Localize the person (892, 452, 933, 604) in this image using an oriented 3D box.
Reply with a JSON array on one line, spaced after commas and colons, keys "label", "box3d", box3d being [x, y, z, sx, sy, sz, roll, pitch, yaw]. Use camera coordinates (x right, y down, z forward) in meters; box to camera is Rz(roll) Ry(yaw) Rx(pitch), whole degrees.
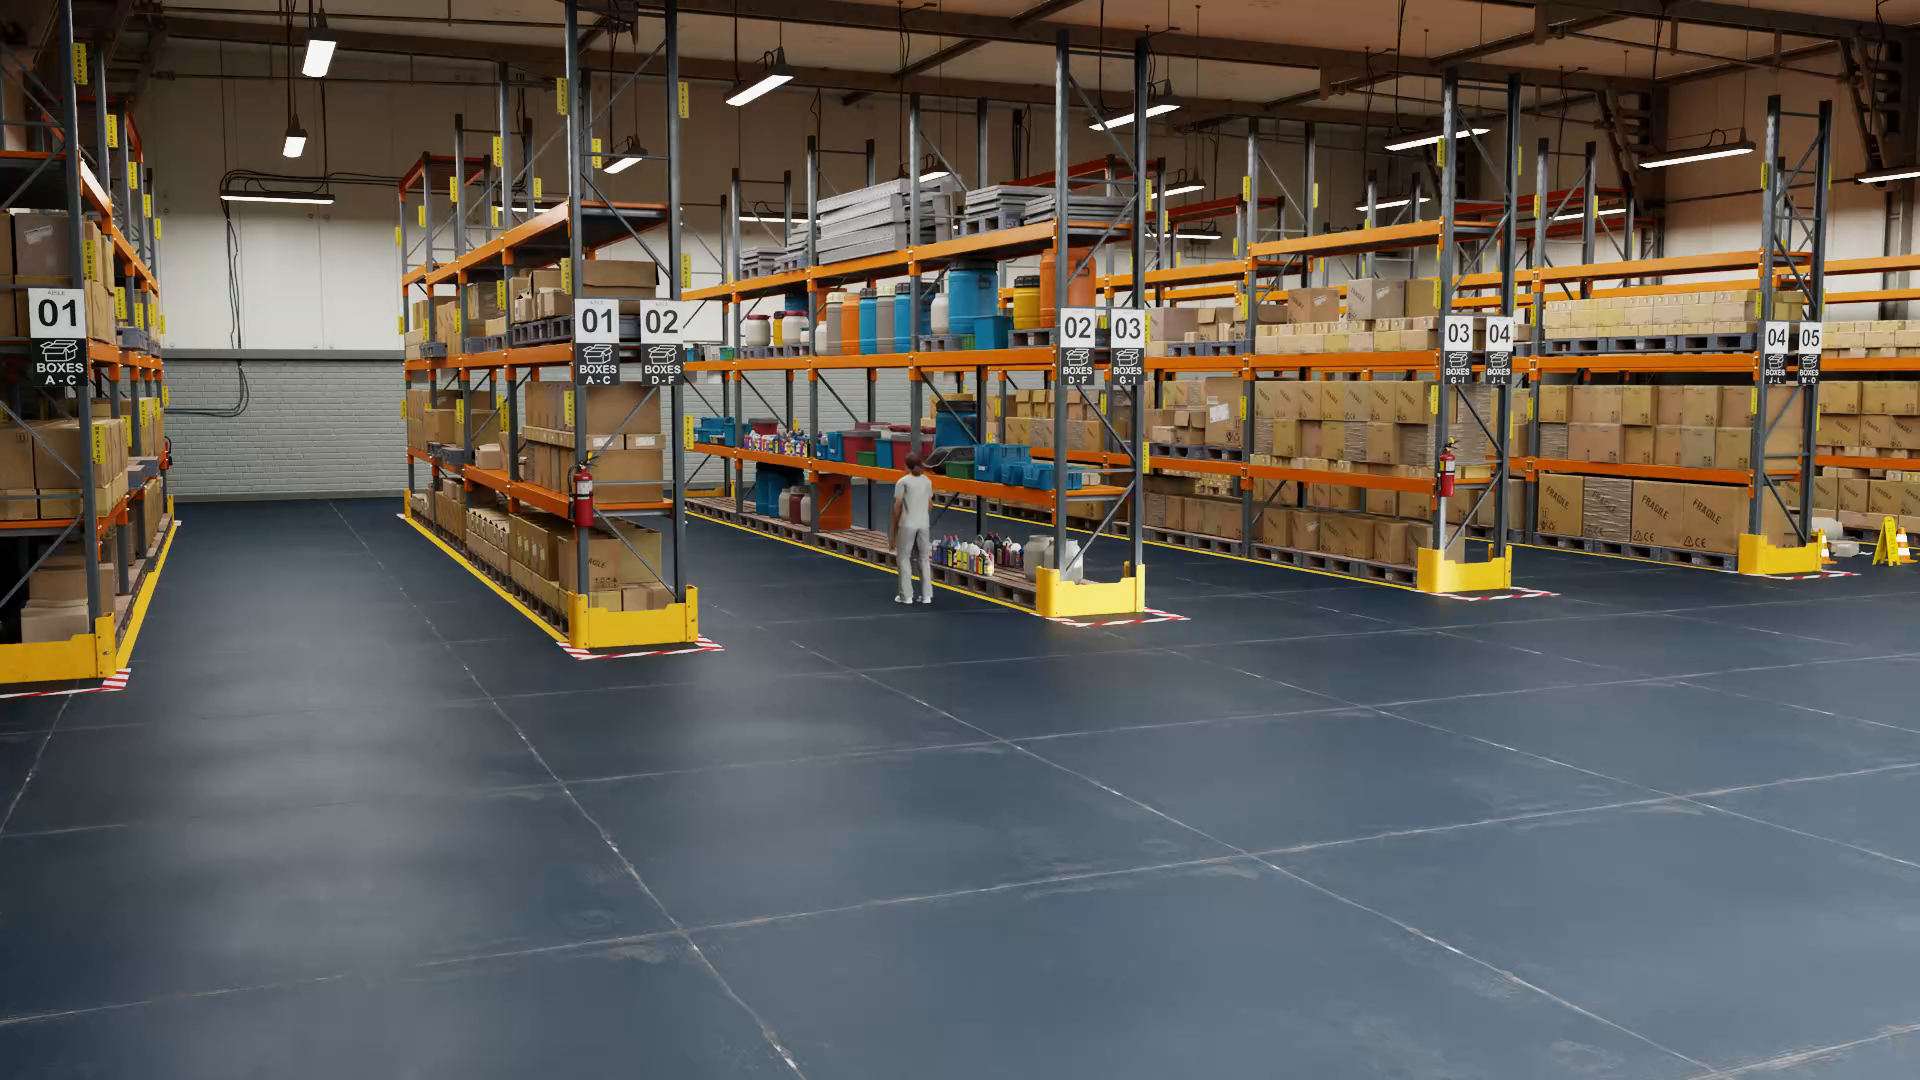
[{"label": "person", "box3d": [-0.531, -0.136, 18.372, 0.467, 1.676, 0.420, -3, 6, -25]}]
